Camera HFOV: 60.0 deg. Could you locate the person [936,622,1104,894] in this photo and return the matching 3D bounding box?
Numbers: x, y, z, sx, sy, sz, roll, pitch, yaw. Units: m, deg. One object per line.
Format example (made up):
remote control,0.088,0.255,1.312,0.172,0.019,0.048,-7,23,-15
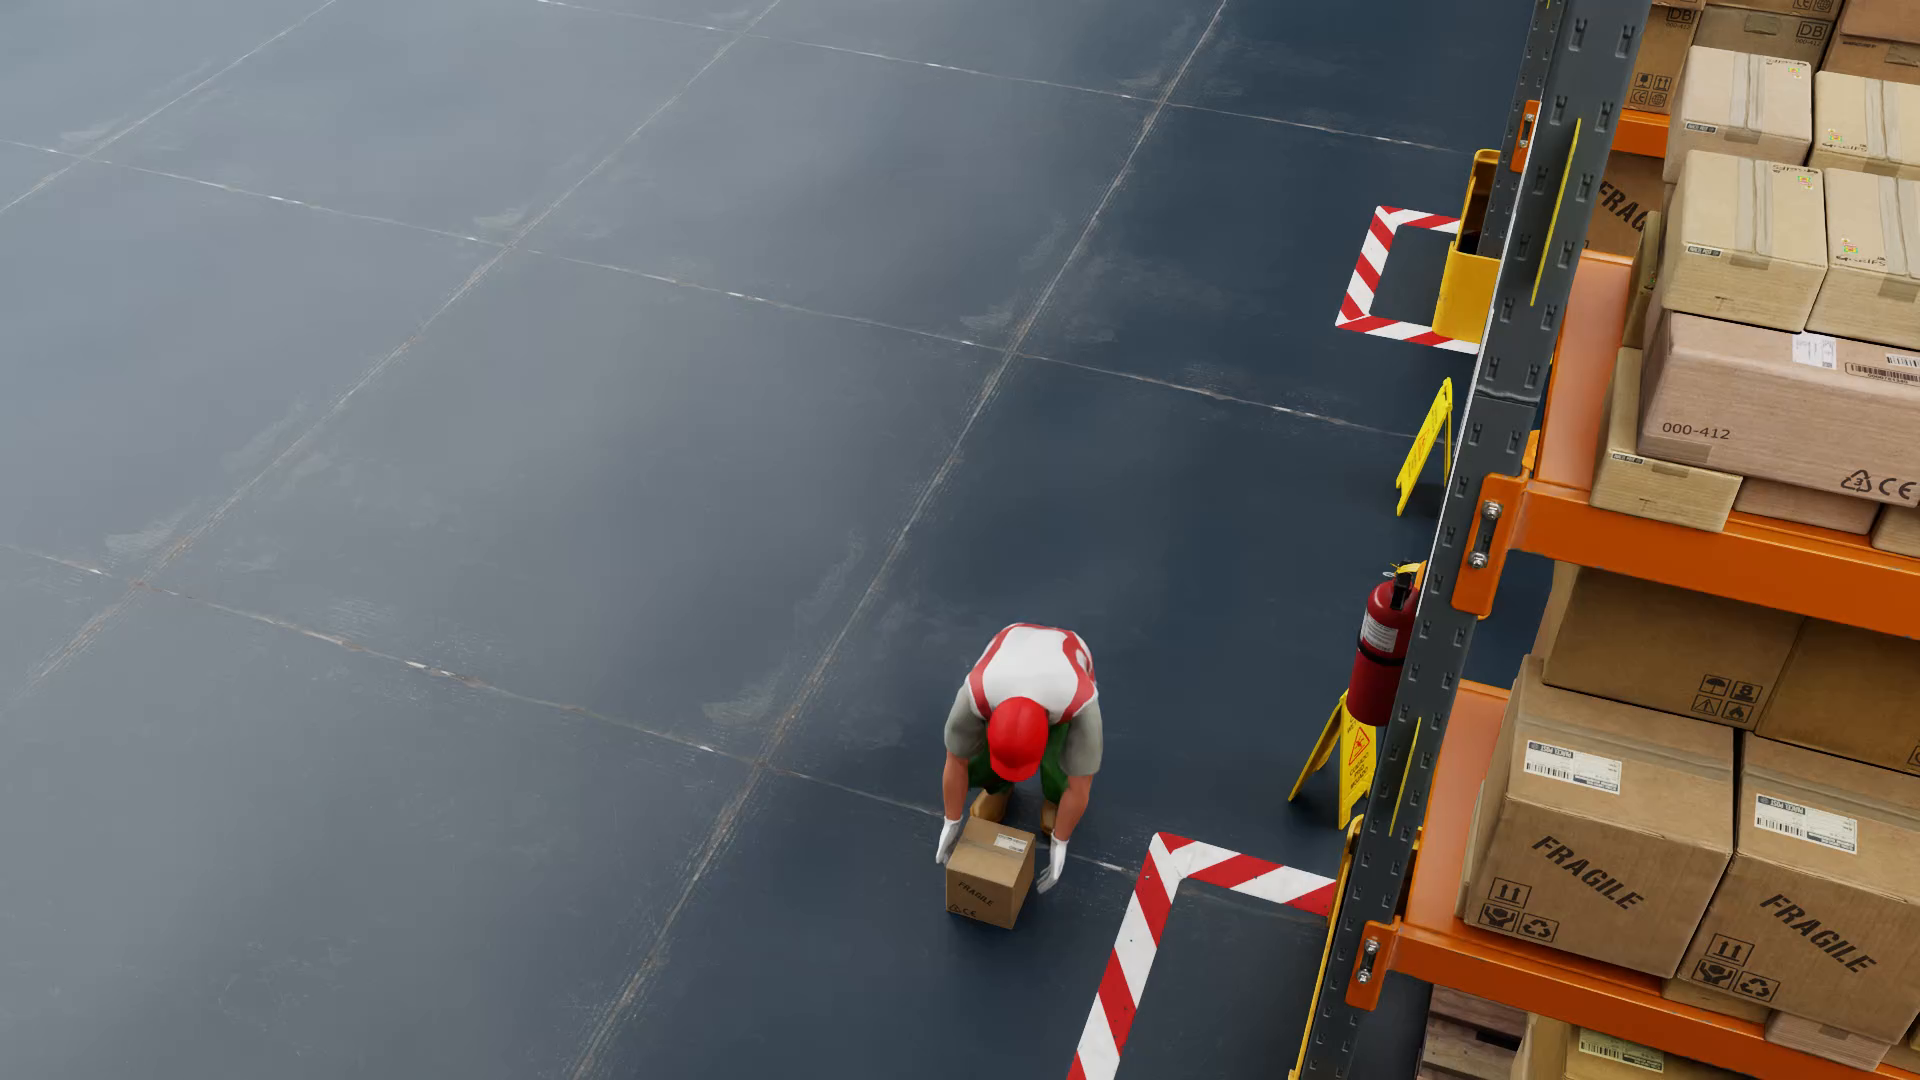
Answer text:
person,0.253,0.702,5.943,0.568,0.994,0.877,11,42,13
